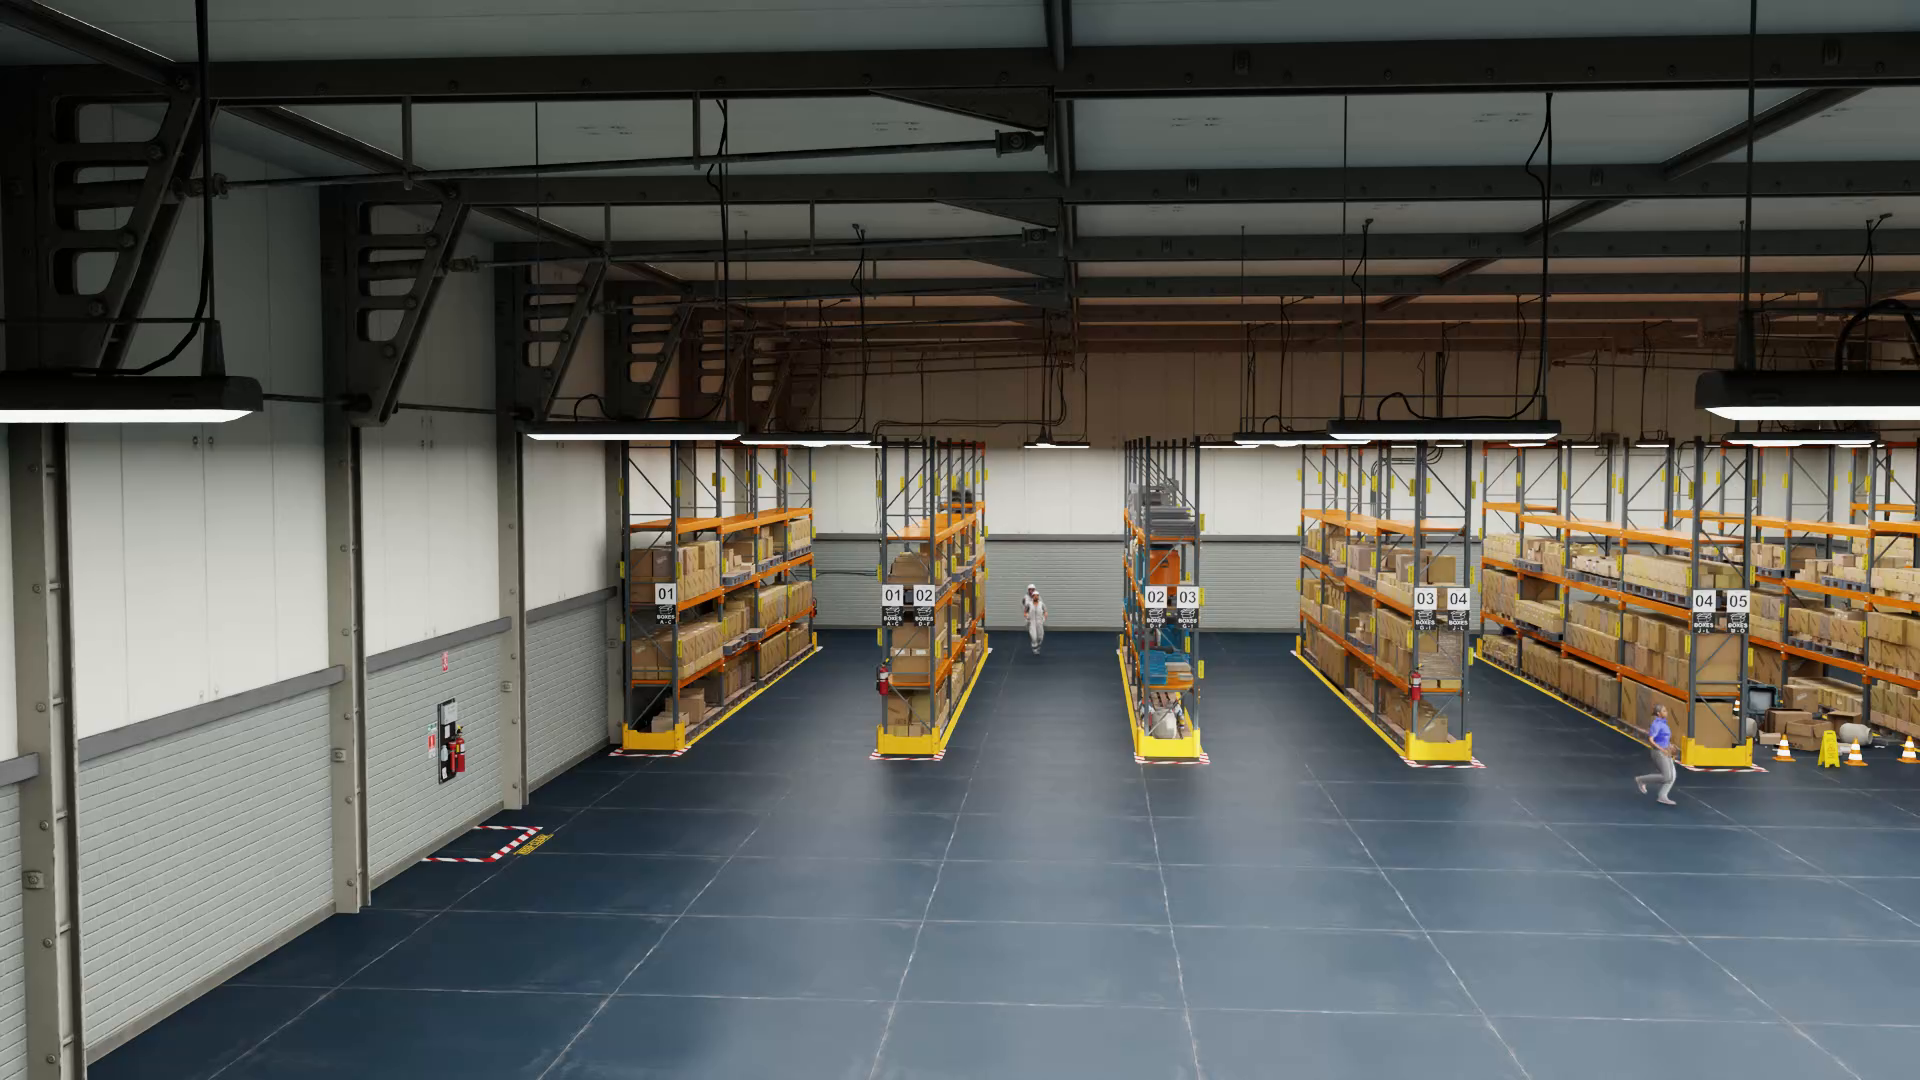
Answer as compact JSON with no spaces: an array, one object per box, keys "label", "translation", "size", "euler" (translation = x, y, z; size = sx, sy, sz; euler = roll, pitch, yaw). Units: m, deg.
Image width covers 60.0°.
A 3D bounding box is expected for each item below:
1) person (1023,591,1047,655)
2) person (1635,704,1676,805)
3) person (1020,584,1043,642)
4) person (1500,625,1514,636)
[{"label":"person","translation":[2.019,2.232,44.498],"size":[0.654,1.729,0.594],"euler":[0,3,-3]},{"label":"person","translation":[11.345,3.475,27.050],"size":[0.611,1.618,0.575],"euler":[2,4,35]},{"label":"person","translation":[2.016,2.124,46.291],"size":[0.663,1.801,0.833],"euler":[0,3,-4]},{"label":"person","translation":[15.662,2.409,47.455],"size":[0.768,1.609,0.663],"euler":[2,3,27]}]
